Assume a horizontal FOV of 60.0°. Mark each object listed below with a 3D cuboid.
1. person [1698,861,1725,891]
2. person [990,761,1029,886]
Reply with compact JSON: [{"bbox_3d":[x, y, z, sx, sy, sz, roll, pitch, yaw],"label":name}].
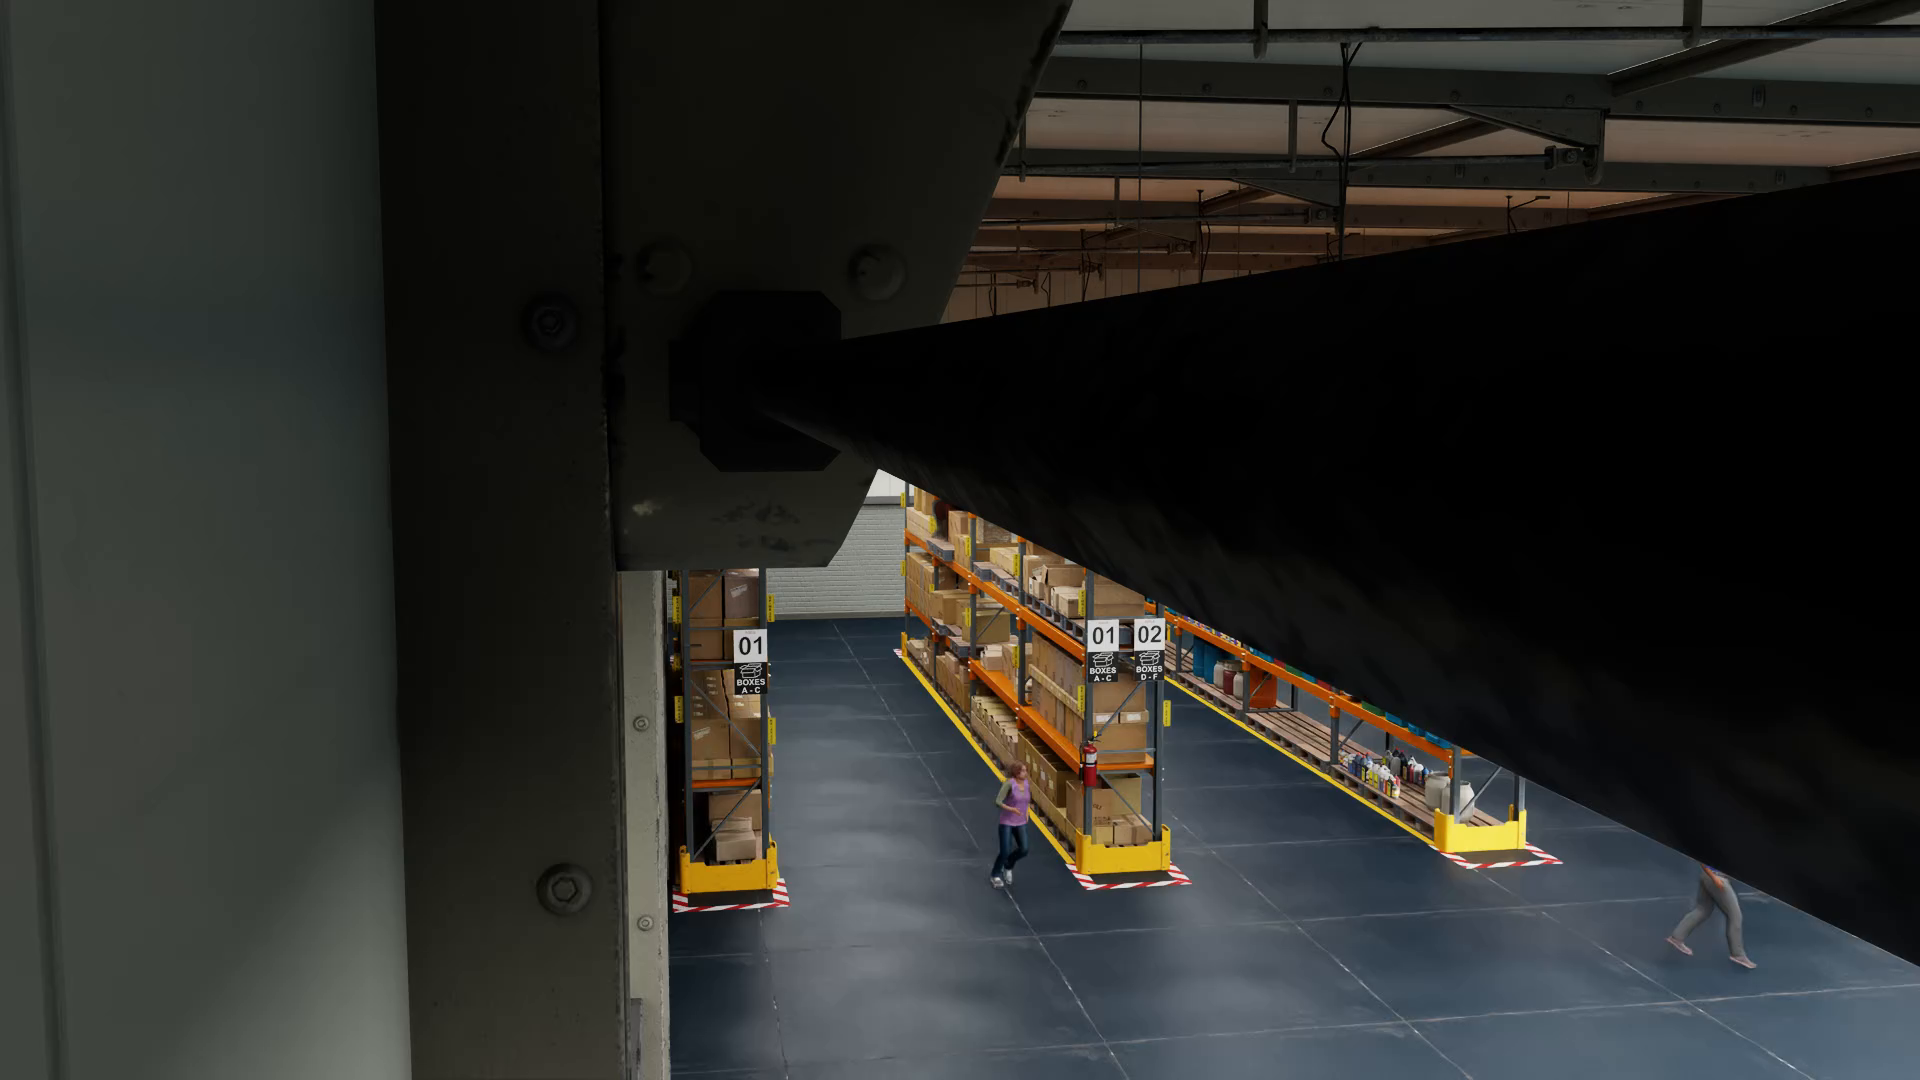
[{"bbox_3d":[8.054,3.239,17.554,0.618,0.818,0.561,1,6,10],"label":"person"},{"bbox_3d":[0.688,3.466,20.280,0.506,1.528,0.543,-3,7,-28],"label":"person"}]
